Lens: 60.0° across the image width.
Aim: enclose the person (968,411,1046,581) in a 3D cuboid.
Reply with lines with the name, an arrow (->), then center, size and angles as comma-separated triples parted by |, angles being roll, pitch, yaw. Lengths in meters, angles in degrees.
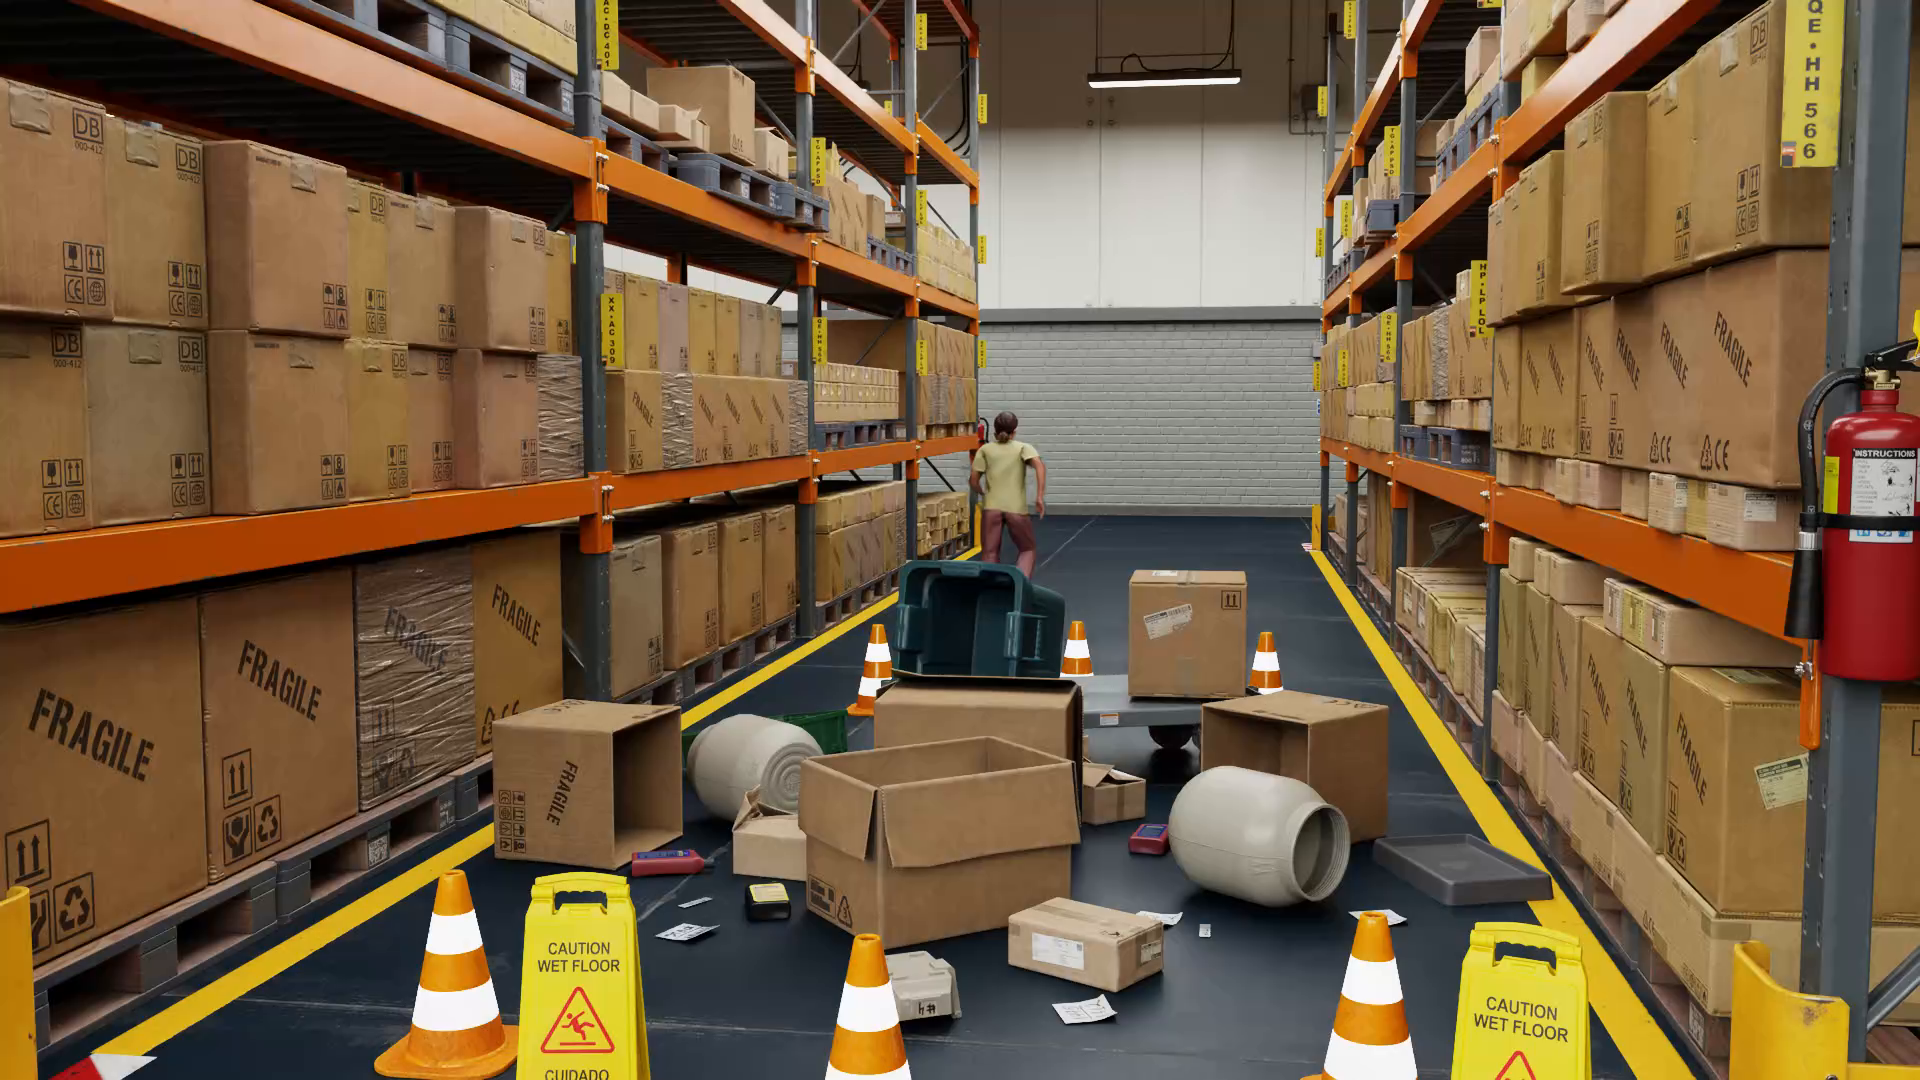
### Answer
person -> 0.358, -0.186, 12.692 | 0.600, 1.586, 0.725 | 0, 5, 4
